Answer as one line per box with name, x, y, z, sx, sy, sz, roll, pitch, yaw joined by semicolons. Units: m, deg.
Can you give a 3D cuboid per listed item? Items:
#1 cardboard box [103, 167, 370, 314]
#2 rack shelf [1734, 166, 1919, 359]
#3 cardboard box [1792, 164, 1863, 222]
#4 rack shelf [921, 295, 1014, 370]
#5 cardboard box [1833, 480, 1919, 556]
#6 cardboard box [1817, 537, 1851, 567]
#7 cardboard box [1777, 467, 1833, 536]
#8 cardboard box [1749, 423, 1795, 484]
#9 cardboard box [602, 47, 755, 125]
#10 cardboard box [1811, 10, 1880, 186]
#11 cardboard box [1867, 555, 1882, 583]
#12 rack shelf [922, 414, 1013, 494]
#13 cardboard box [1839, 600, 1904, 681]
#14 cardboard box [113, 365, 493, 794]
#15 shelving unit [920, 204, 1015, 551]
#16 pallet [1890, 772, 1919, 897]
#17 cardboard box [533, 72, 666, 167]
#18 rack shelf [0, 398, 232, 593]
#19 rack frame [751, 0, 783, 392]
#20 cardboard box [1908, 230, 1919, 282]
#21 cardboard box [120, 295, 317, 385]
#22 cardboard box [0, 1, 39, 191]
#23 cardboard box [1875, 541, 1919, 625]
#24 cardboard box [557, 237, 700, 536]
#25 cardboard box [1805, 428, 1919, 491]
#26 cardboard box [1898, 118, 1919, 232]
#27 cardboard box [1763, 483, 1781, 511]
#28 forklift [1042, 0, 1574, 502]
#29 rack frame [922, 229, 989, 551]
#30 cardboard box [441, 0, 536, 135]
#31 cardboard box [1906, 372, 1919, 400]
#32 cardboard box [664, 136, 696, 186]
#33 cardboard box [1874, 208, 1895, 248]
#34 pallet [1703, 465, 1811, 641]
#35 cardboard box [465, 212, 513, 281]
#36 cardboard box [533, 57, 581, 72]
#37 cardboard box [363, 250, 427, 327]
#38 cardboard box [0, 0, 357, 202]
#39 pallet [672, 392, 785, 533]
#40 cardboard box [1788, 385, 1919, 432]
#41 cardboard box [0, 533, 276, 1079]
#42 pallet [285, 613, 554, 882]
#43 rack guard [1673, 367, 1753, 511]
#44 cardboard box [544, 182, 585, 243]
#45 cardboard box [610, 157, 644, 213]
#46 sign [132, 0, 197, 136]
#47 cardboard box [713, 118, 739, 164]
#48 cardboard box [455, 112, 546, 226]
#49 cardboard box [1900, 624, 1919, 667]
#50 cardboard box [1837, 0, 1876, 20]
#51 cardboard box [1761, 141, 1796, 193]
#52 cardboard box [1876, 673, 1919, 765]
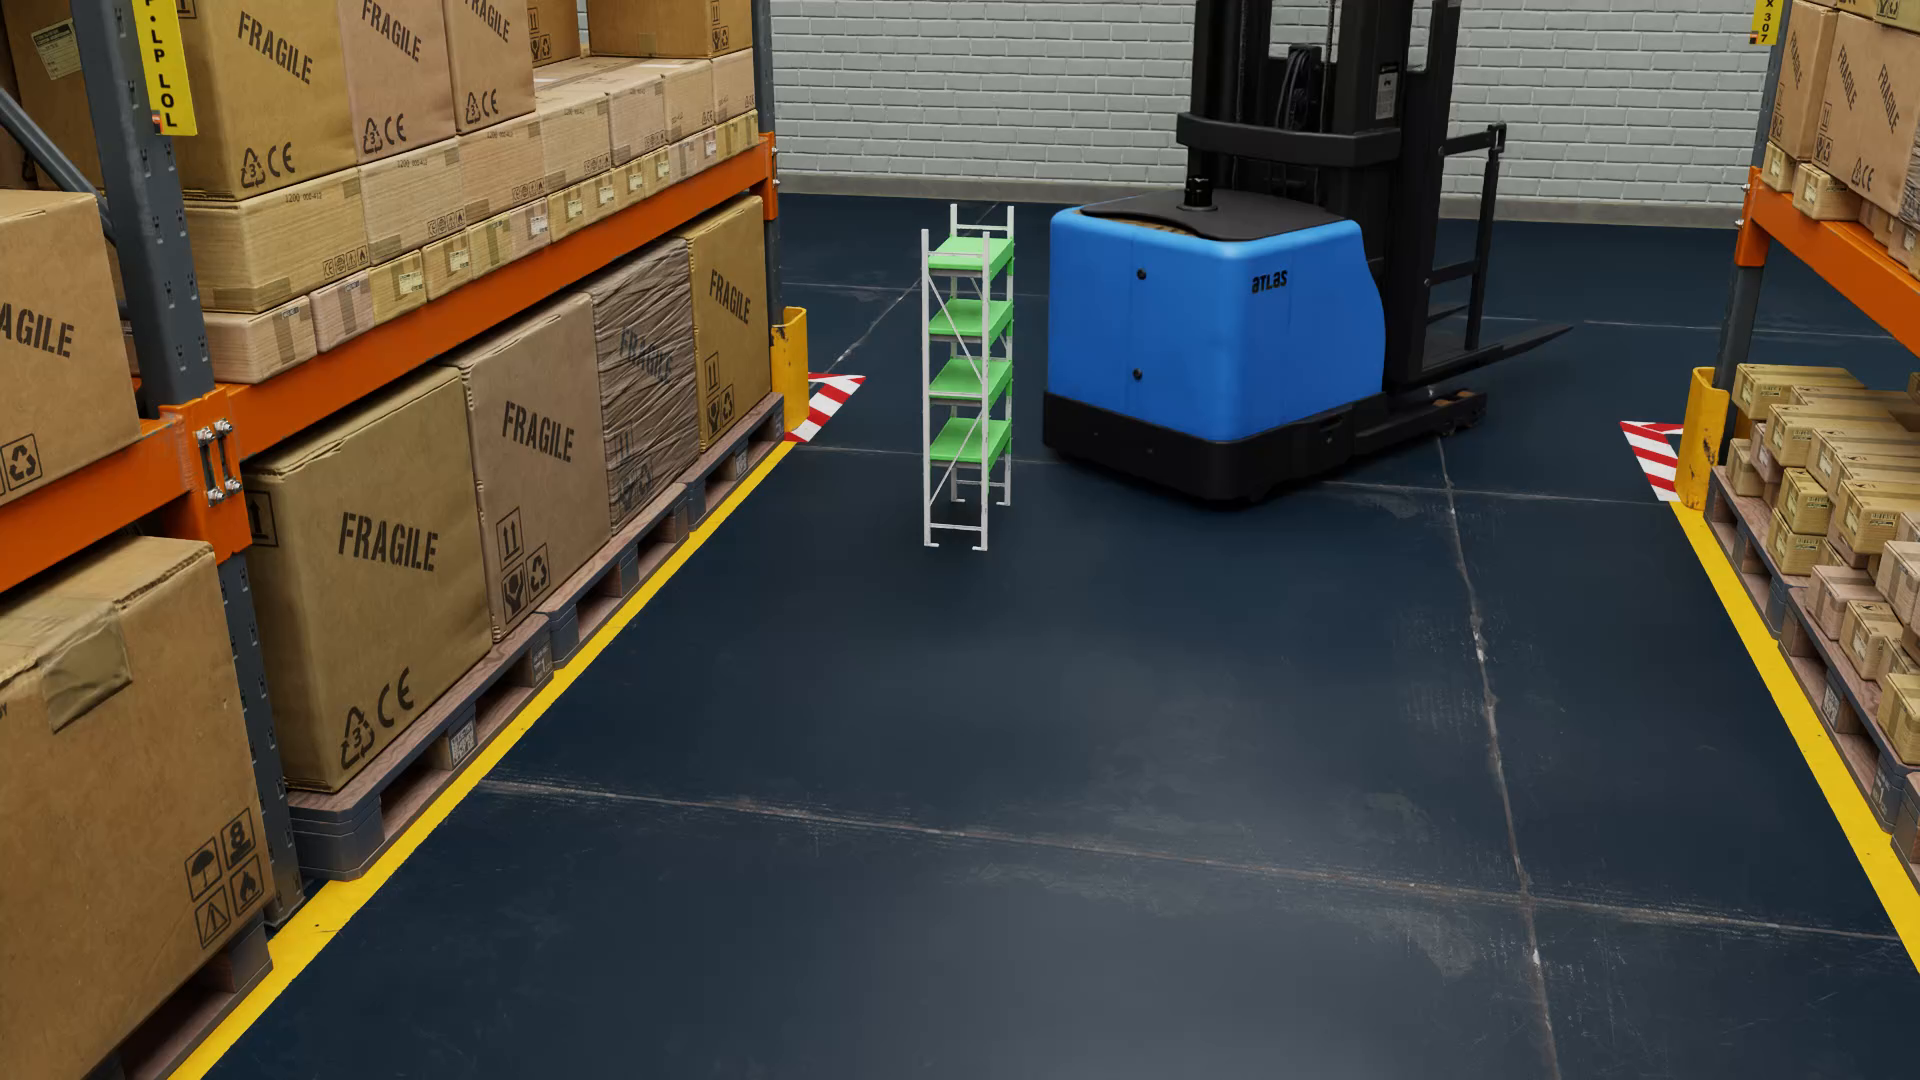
cardboard box;-1.770;-0.729;3.951;0.500;0.250;0.500;4;22;10
rack shelf;3.120;-0.491;4.521;1.077;0.370;4.000;4;22;11
cardboard box;3.023;-1.156;5.545;0.380;0.149;0.250;4;22;9
rack shelf;0.034;-0.780;6.214;0.258;0.148;0.480;4;22;11
cardboard box;2.840;-0.056;4.936;0.380;0.149;0.250;5;22;12
cardboard box;2.973;0.117;5.301;0.380;0.149;0.250;5;22;11
cardboard box;2.937;-0.117;5.485;0.380;0.149;0.250;5;23;13
cardboard box;3.059;-0.299;5.936;0.380;0.149;0.250;4;22;11
cardboard box;-1.146;-1.842;6.716;0.500;0.250;0.500;4;22;10
cardboard box;3.082;-1.400;5.283;0.500;0.500;0.500;5;22;11
cardboard box;2.961;0.090;4.972;0.380;0.149;0.250;6;23;14
rack shelf;0.034;-0.335;6.393;0.258;0.148;0.480;4;22;11
cardboard box;2.806;0.305;4.835;0.380;0.149;0.250;4;22;11
cardboard box;-1.910;0.047;4.504;0.875;0.875;0.875;4;22;11
shelving unit;0.034;-0.617;6.280;0.258;1.200;0.503;4;22;11
pallet;2.815;0.952;3.708;1.003;0.211;1.213;4;22;11
cardboard box;-1.353;-1.471;5.793;0.500;0.250;0.500;4;22;9
rack shelf;-2.531;0.557;1.920;1.077;0.370;4.000;4;22;11
rack frame;-1.307;-1.972;7.234;1.000;3.000;0.127;4;22;11
cardboard box;2.873;-0.772;4.592;0.380;0.149;0.250;5;23;13
cardboard box;-1.737;-0.475;3.854;0.380;0.149;0.250;5;22;11
cardboard box;-2.291;-1.113;3.902;0.500;0.500;0.500;5;22;12
cardboard box;2.724;0.126;4.484;0.380;0.149;0.250;4;22;9
cardboard box;-1.544;-0.608;6.129;0.875;0.875;0.875;4;22;11
cardboard box;3.004;-0.250;5.416;0.380;0.149;0.250;3;22;8
cardboard box;2.872;-1.035;4.376;0.500;0.500;0.500;4;22;10
cardboard box;3.135;-0.160;5.989;0.380;0.149;0.250;4;22;11
forklift;1.785;-1.957;7.290;3.031;2.935;1.130;-19;29;-39
rack frame;-0.016;-0.528;6.058;0.240;1.200;0.015;4;22;11
cardboard box;-1.565;-1.451;4.739;0.500;0.500;0.500;4;22;9
cardboard box;3.669;-0.492;6.017;0.380;0.149;0.250;5;22;12
cardboard box;-1.213;-1.421;6.203;0.380;0.149;0.250;5;22;12
cardboard box;3.025;-0.953;5.042;0.380;0.149;0.250;4;22;10
pallet;3.313;0.059;5.924;1.003;0.211;1.213;4;22;11
cardboard box;-1.526;-0.857;4.803;0.380;0.149;0.250;4;22;10
cardboard box;-1.768;-1.694;6.348;0.500;0.250;0.500;4;22;10
cardboard box;-1.630;-0.667;4.332;0.380;0.149;0.250;5;23;13
cardboard box;-1.775;-1.081;3.820;0.500;0.500;0.500;4;22;11
pallet;-1.393;-0.380;7.014;1.003;0.211;1.213;4;22;11
cardboard box;3.150;-0.429;5.861;0.380;0.149;0.250;5;22;12
cardboard box;-2.234;0.518;3.335;1.225;0.875;0.875;5;22;11
pallet;-1.891;0.513;4.798;1.003;0.211;1.213;4;22;11
rack guard;3.513;-0.369;6.601;1.175;0.500;0.348;4;22;11
cardboard box;-1.420;-1.045;5.270;0.380;0.149;0.250;4;22;9
cardboard box;-1.316;-1.231;5.732;0.380;0.149;0.250;5;22;11
sign;-1.590;-0.971;3.306;0.100;0.325;0.005;4;22;11
cardboard box;-1.108;-1.604;6.659;0.380;0.149;0.250;5;22;11
cardboard box;-1.564;-1.100;4.873;0.500;0.250;0.500;5;22;12
cardboard box;2.800;0.282;4.494;0.380;0.149;0.250;3;22;8
cardboard box;3.080;-1.876;5.125;0.500;0.500;0.500;5;22;12
cardboard box;3.141;-1.346;6.018;0.380;0.149;0.250;4;22;10
cardboard box;2.670;0.486;4.385;0.380;0.149;0.250;4;22;11
